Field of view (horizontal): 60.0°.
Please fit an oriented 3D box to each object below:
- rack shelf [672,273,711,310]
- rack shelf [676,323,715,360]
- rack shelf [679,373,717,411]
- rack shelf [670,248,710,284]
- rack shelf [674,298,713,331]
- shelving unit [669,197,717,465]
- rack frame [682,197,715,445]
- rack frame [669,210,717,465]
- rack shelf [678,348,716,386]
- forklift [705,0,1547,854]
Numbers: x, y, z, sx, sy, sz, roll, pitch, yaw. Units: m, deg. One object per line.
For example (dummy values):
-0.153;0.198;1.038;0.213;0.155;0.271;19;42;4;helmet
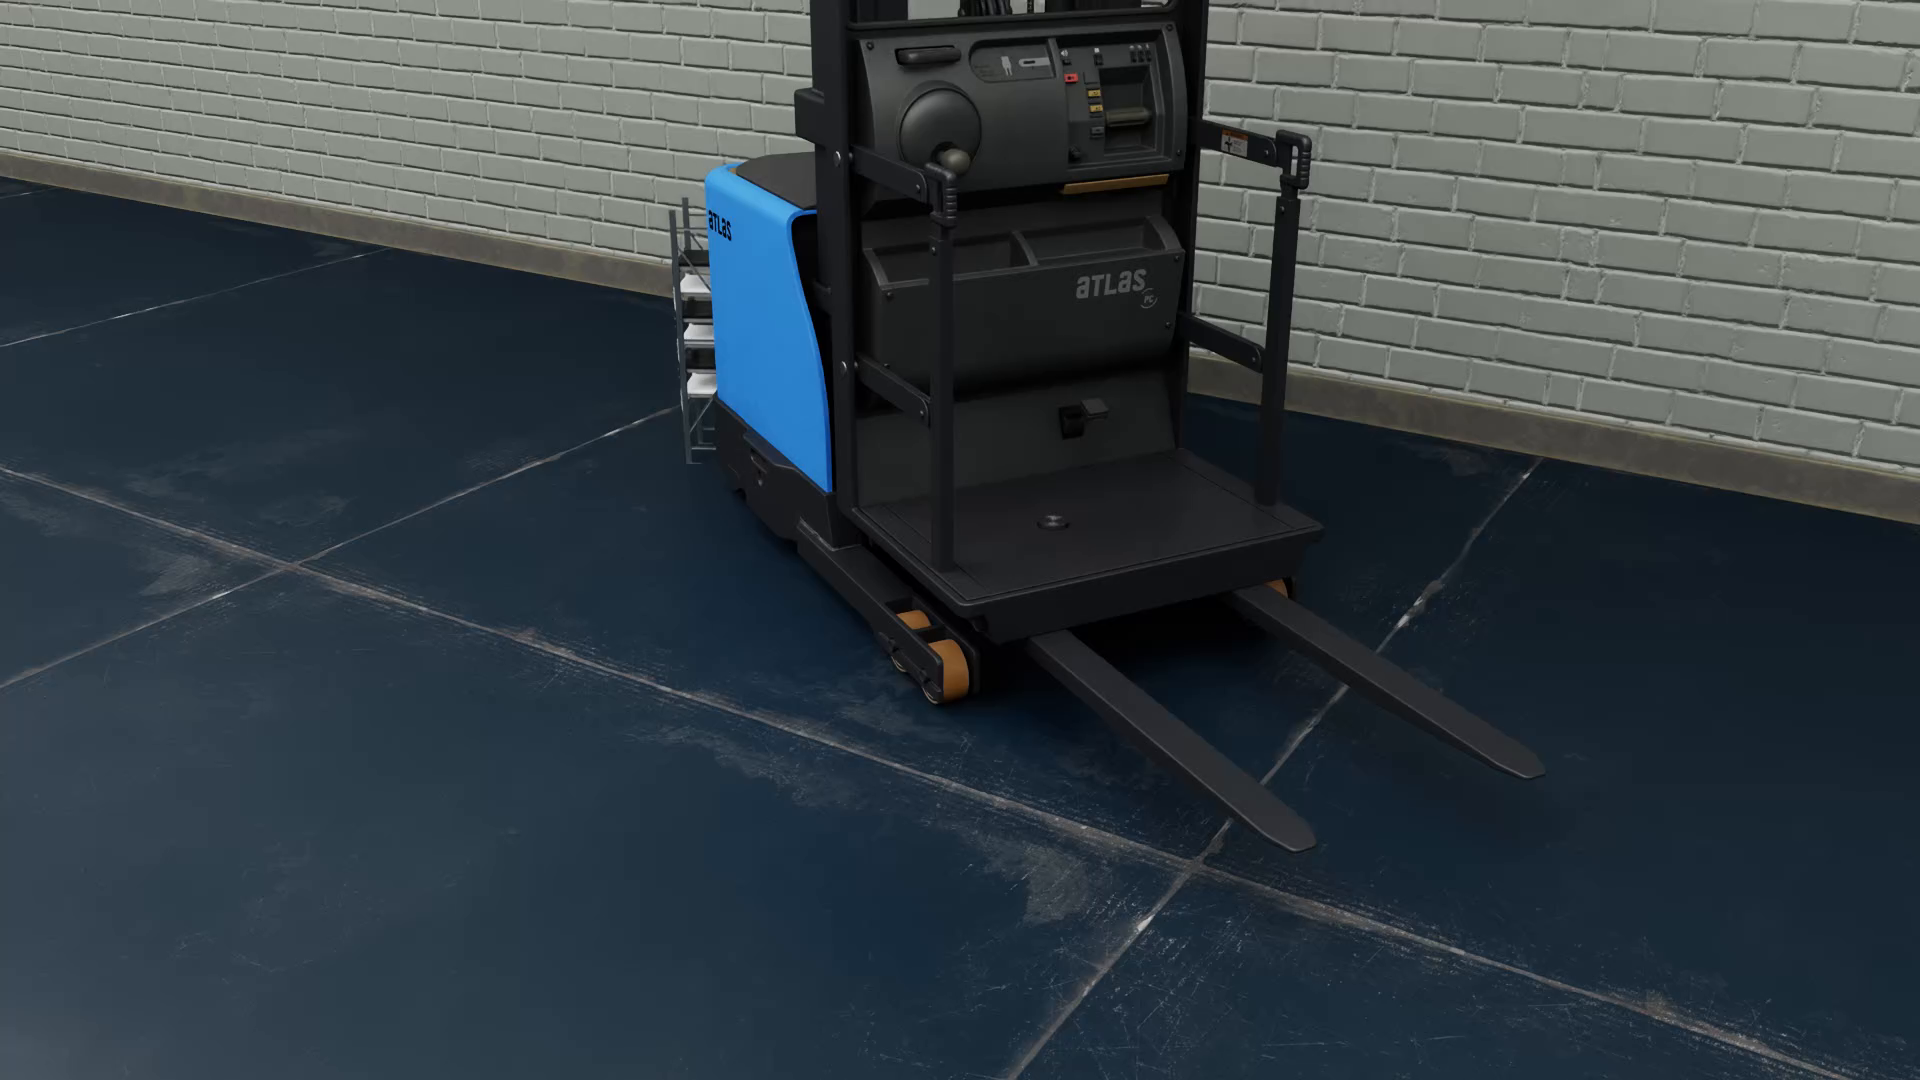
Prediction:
-0.839;-0.853;5.719;0.258;0.077;0.200;1;23;3;rack shelf
-0.839;-0.688;5.790;0.258;0.077;0.200;1;23;3;rack shelf
-0.839;-0.523;5.862;0.258;0.077;0.200;1;23;3;rack shelf
-0.839;-0.936;5.683;0.258;0.077;0.200;1;23;3;rack shelf
-0.839;-0.770;5.754;0.258;0.077;0.200;1;23;3;rack shelf
-0.839;-0.718;5.777;0.258;0.900;0.210;1;23;3;shelving unit
-0.834;-0.759;5.870;0.240;0.900;0.006;1;23;3;rack frame
-0.845;-0.678;5.684;0.240;0.900;0.006;1;23;3;rack frame
-0.839;-0.605;5.826;0.258;0.077;0.200;1;23;3;rack shelf
0.278;-1.124;4.157;1.130;2.935;3.031;-11;26;-24;forklift
